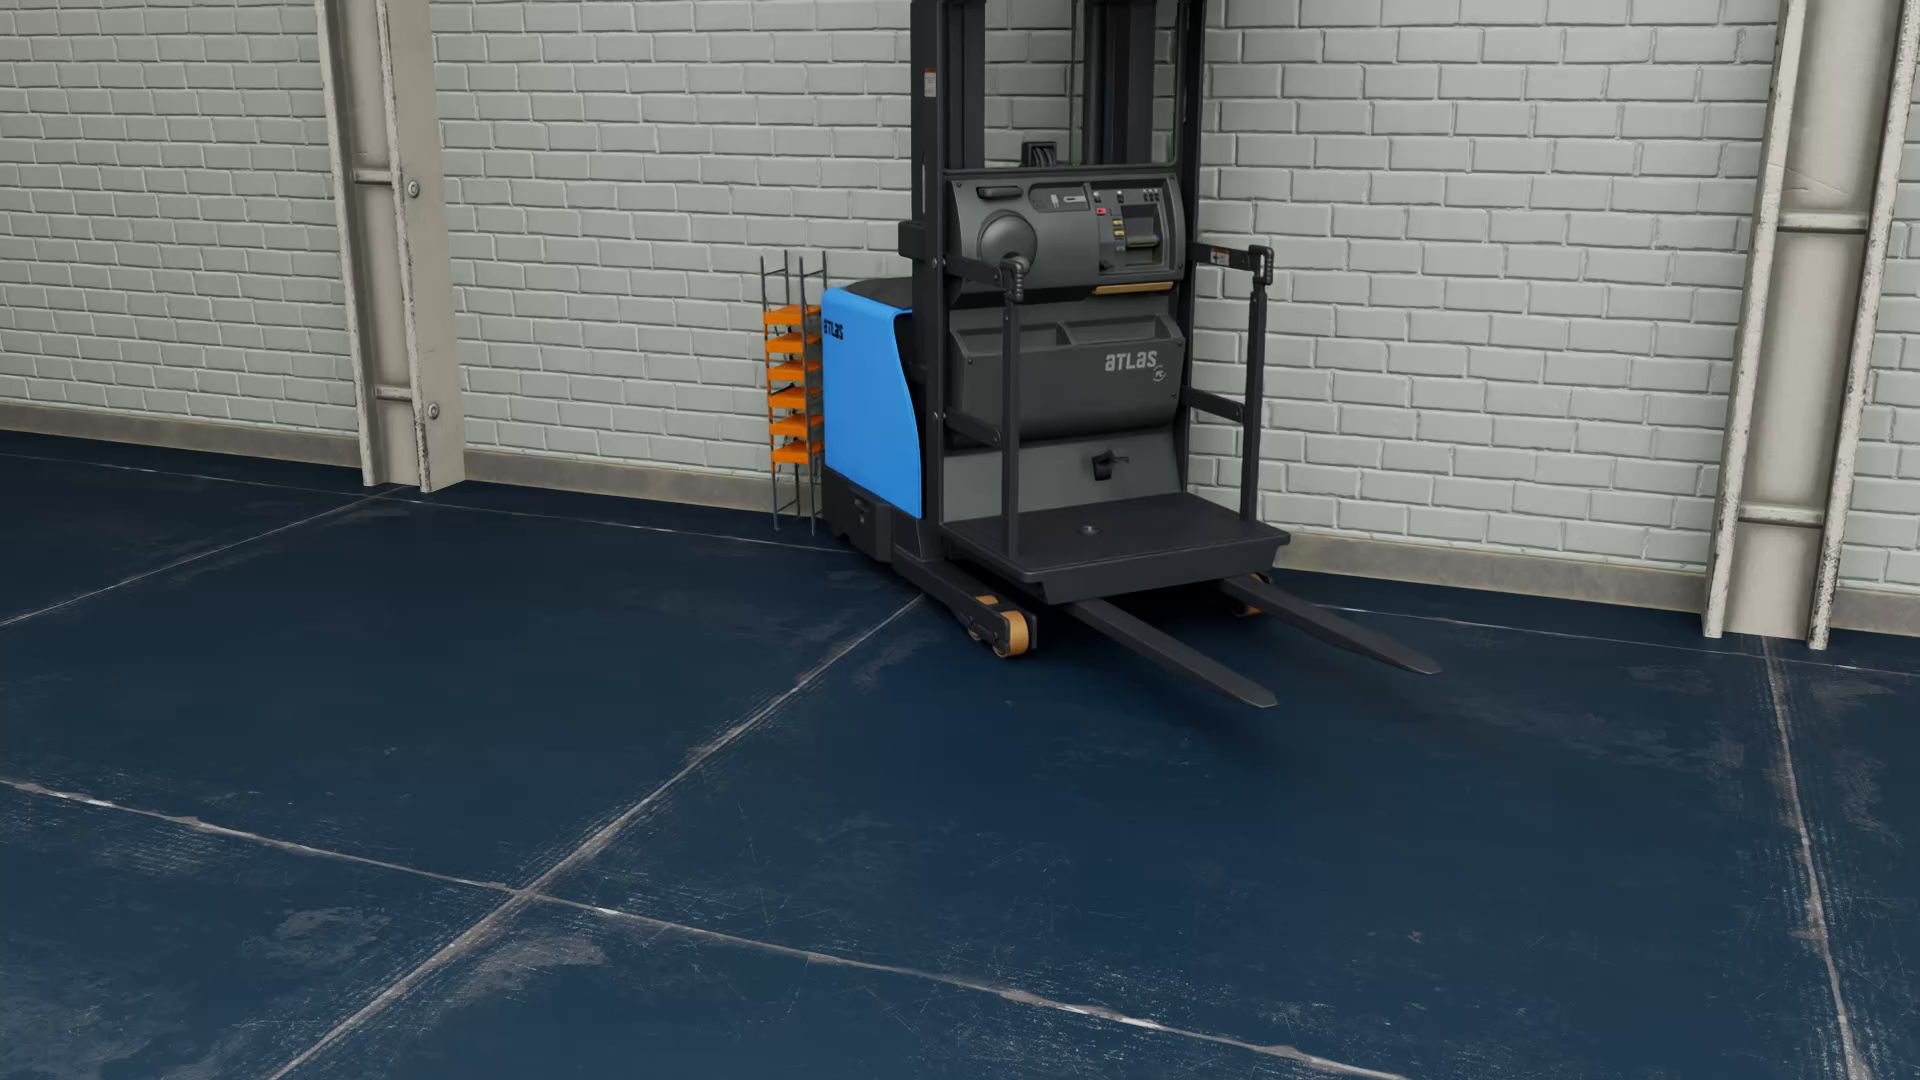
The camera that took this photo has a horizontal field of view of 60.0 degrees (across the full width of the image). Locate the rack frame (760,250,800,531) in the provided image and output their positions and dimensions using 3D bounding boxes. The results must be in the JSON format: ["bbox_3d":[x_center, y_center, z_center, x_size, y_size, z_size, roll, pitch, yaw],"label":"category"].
[{"bbox_3d":[-0.780,-0.645,7.238,0.006,1.200,0.240,5,18,21],"label":"rack frame"}]

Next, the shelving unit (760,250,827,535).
[{"bbox_3d":[-0.695,-0.637,7.205,0.189,1.200,0.258,5,18,21],"label":"shelving unit"}]

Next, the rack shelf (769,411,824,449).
[{"bbox_3d":[-0.691,-0.480,7.252,0.180,0.103,0.258,5,18,21],"label":"rack shelf"}]

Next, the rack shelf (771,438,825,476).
[{"bbox_3d":[-0.689,-0.365,7.286,0.180,0.103,0.258,5,18,21],"label":"rack shelf"}]

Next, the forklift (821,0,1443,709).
[{"bbox_3d":[0.497,-1.137,5.834,1.130,2.935,3.031,-8,18,-25],"label":"forklift"}]

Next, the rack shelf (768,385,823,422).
[{"bbox_3d":[-0.694,-0.595,7.218,0.180,0.103,0.258,5,18,21],"label":"rack shelf"}]

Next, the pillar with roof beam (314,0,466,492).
[{"bbox_3d":[-4.246,-3.492,3.061,0.400,9.000,9.100,6,17,21],"label":"pillar with roof beam"}]

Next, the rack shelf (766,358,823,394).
[{"bbox_3d":[-0.696,-0.710,7.183,0.180,0.103,0.258,5,18,21],"label":"rack shelf"}]

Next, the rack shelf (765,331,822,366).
[{"bbox_3d":[-0.699,-0.825,7.149,0.180,0.103,0.258,5,18,21],"label":"rack shelf"}]

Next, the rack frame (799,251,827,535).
[{"bbox_3d":[-0.609,-0.630,7.172,0.006,1.200,0.240,5,18,21],"label":"rack frame"}]

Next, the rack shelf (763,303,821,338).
[{"bbox_3d":[-0.701,-0.940,7.115,0.180,0.103,0.258,5,18,21],"label":"rack shelf"}]

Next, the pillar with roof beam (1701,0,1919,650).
[{"bbox_3d":[1.335,-2.878,0.947,0.400,9.000,9.100,6,17,21],"label":"pillar with roof beam"}]
